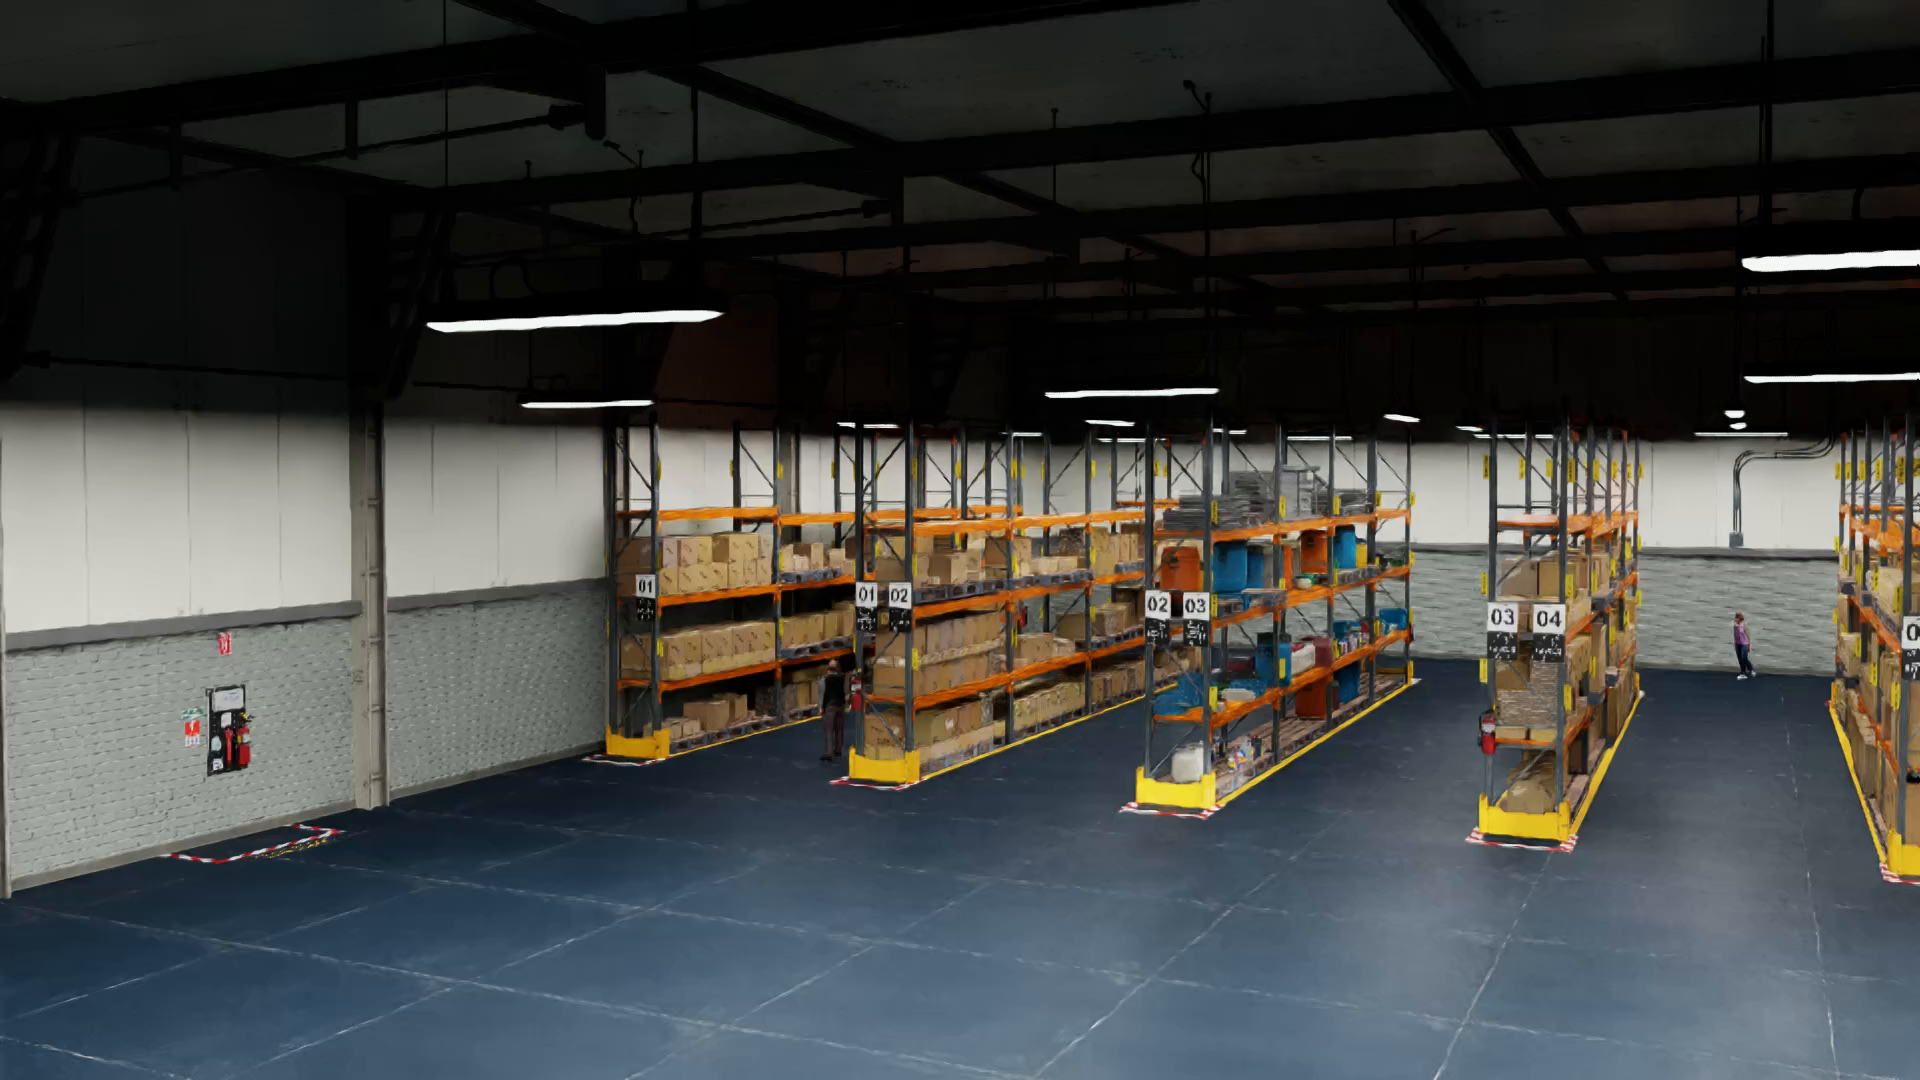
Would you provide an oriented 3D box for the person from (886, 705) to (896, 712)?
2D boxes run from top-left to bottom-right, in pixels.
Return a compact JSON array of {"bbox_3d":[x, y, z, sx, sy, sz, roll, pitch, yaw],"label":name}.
[{"bbox_3d":[-1.462,2.707,33.725,0.527,1.727,1.030,1,3,17],"label":"person"}]

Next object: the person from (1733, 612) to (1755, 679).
[{"bbox_3d":[18.813,2.531,39.903,0.475,1.589,0.475,-1,3,-25],"label":"person"}]

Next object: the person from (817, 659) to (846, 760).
[{"bbox_3d":[-2.231,2.923,28.756,0.569,1.712,0.499,-2,3,-33],"label":"person"}]
